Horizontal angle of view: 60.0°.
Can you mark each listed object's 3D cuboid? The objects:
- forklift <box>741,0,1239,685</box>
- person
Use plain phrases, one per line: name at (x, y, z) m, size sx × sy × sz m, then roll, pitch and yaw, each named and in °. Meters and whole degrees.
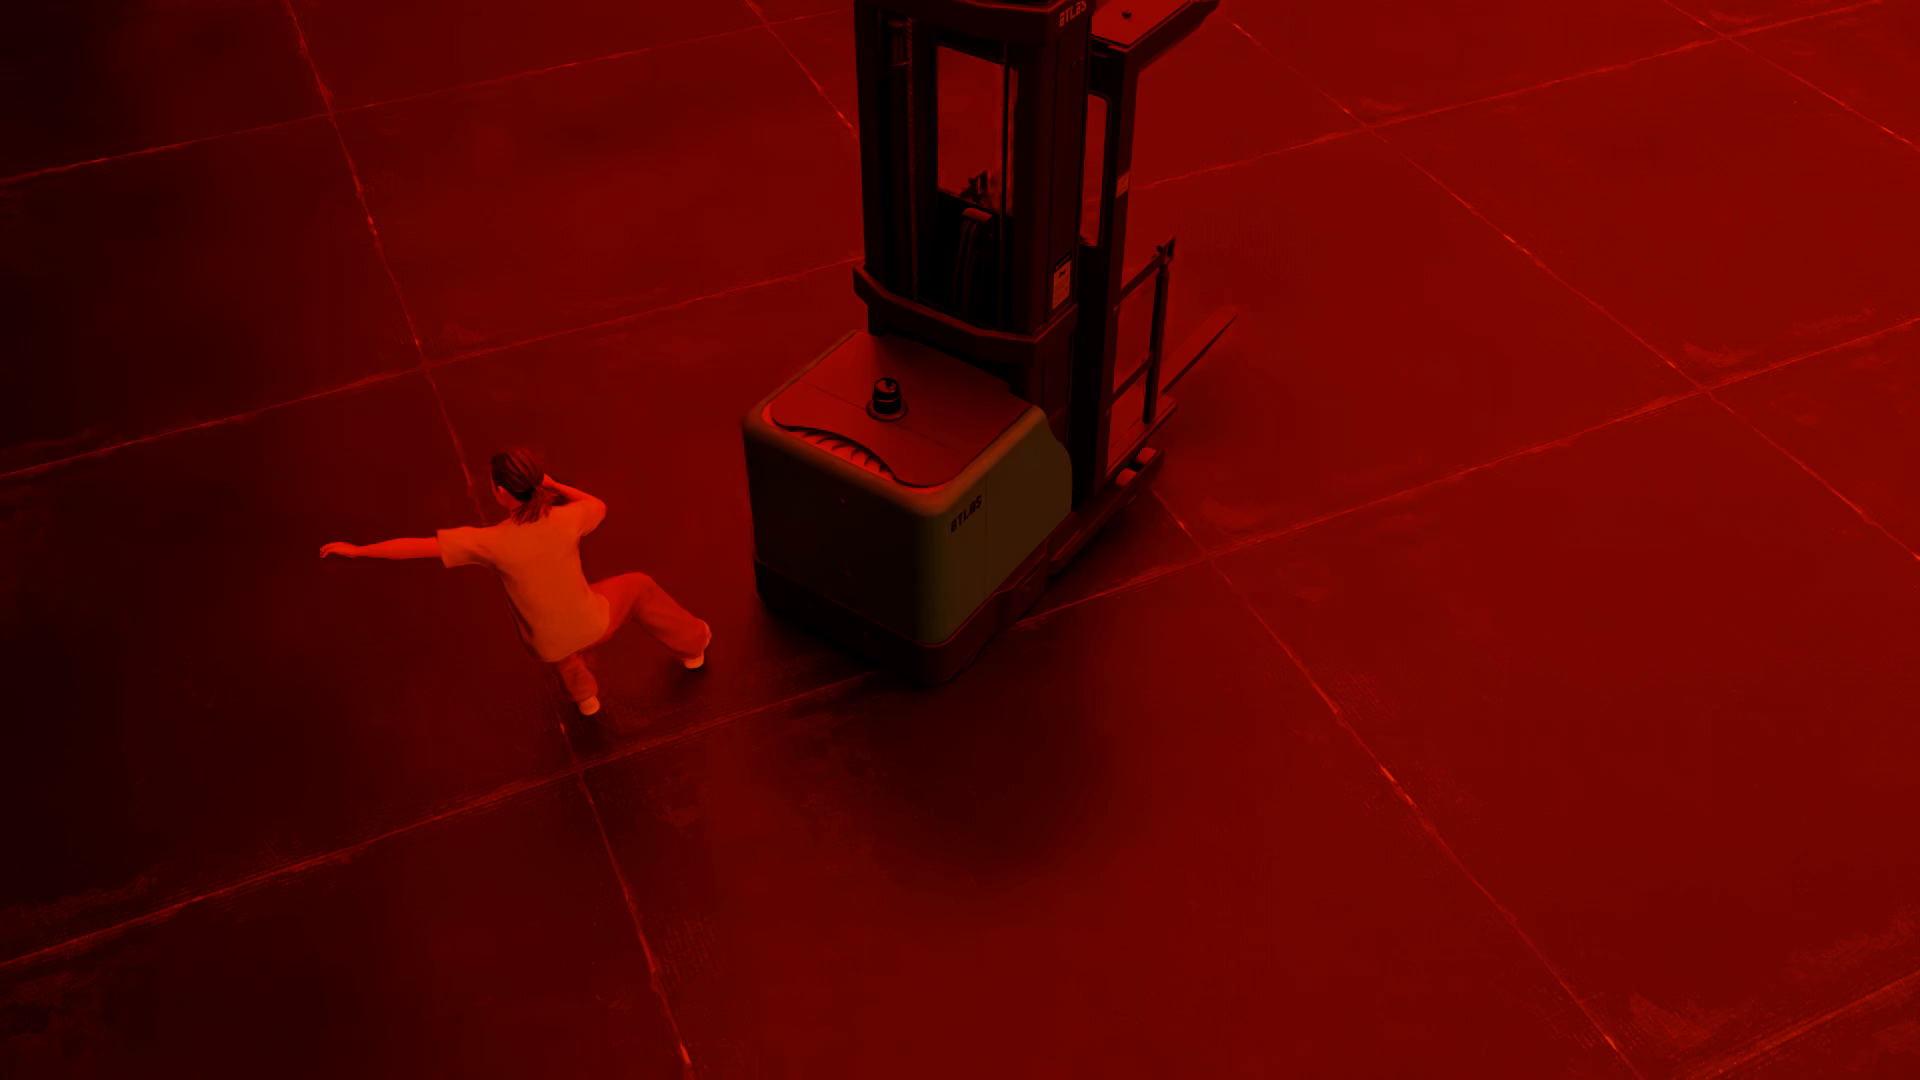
forklift at (0.341, -1.424, 7.206) m, size 1.130 × 2.935 × 3.031 m, roll 25°, pitch 49°, yaw 25°
person at (-1.693, 0.189, 6.610) m, size 1.429 × 1.396 × 0.707 m, roll -19°, pitch 46°, yaw -20°
